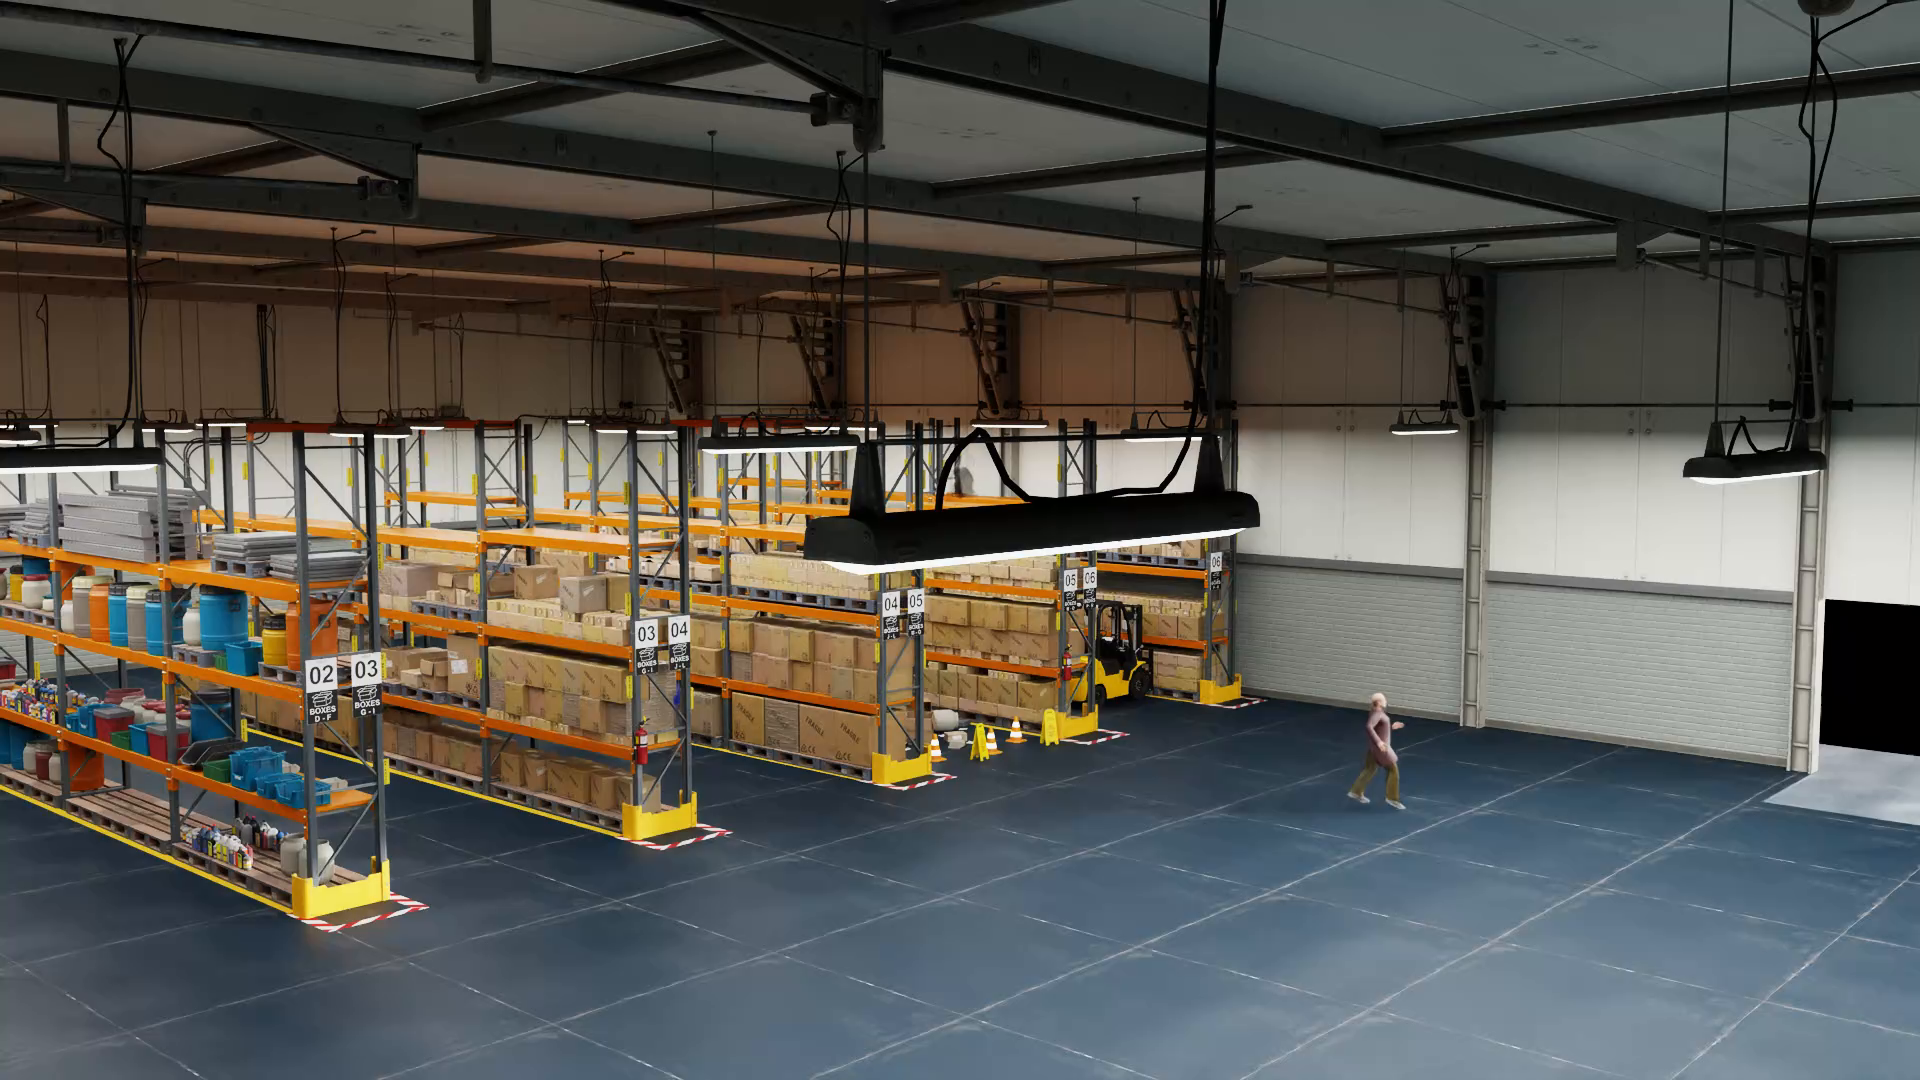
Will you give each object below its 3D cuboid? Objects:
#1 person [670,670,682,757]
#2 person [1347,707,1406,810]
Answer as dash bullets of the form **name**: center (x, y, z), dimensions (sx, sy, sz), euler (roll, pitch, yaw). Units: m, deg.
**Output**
- **person**: center (-5.108, 3.095, 29.852), dimensions (0.578, 1.595, 0.572), euler (4, 6, 40)
- **person**: center (6.531, 3.411, 26.027), dimensions (0.898, 1.629, 0.680), euler (0, 5, -4)
